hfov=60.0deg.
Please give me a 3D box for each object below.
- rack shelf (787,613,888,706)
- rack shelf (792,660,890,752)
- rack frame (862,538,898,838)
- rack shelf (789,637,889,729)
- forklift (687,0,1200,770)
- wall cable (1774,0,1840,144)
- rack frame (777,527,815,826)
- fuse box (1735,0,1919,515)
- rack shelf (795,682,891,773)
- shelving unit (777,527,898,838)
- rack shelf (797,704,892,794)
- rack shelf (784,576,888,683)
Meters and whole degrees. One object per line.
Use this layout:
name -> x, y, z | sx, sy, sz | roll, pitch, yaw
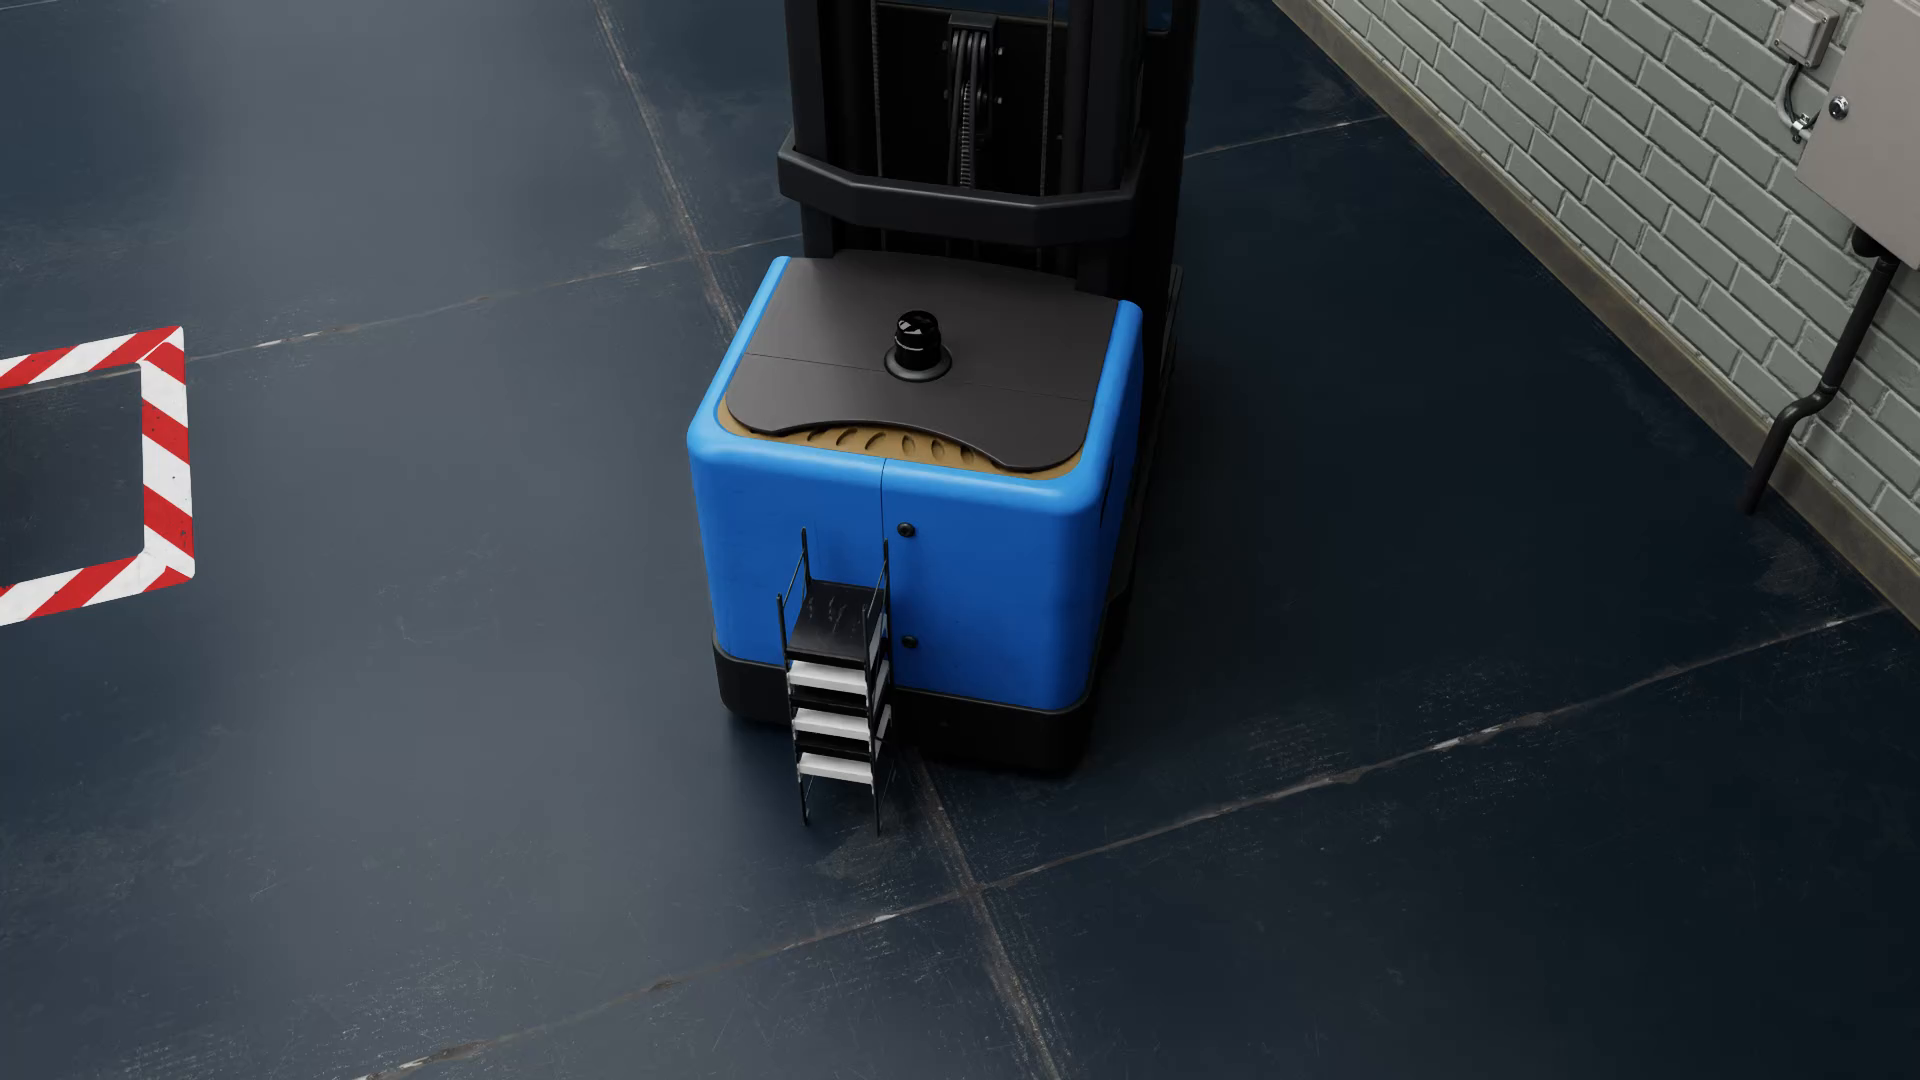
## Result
rack shelf -> -0.299, 0.280, 4.129 | 0.200, 0.077, 0.258 | 8, 46, 8
rack shelf -> -0.299, 0.407, 4.256 | 0.200, 0.077, 0.258 | 8, 46, 8
rack frame -> -0.199, 0.397, 4.219 | 0.006, 0.900, 0.240 | 8, 46, 8
rack shelf -> -0.299, 0.343, 4.193 | 0.200, 0.077, 0.258 | 8, 46, 8
forklift -> 0.134, -1.471, 4.647 | 1.130, 2.935, 3.031 | 9, 46, 9
wall cable -> 2.424, -1.985, 4.393 | 0.122, 1.984, 0.588 | -14, 47, -14
rack frame -> -0.398, 0.369, 4.247 | 0.006, 0.900, 0.240 | 8, 46, 8
fuse box -> 2.508, -0.679, 4.718 | 0.414, 1.711, 0.539 | -14, 47, -14
rack shelf -> -0.299, 0.470, 4.320 | 0.200, 0.077, 0.258 | 8, 46, 8
shelving unit -> -0.299, 0.383, 4.233 | 0.210, 0.900, 0.258 | 8, 46, 8
rack shelf -> -0.299, 0.534, 4.384 | 0.200, 0.077, 0.258 | 8, 46, 8
rack shelf -> -0.299, 0.216, 4.065 | 0.200, 0.077, 0.258 | 8, 46, 8
